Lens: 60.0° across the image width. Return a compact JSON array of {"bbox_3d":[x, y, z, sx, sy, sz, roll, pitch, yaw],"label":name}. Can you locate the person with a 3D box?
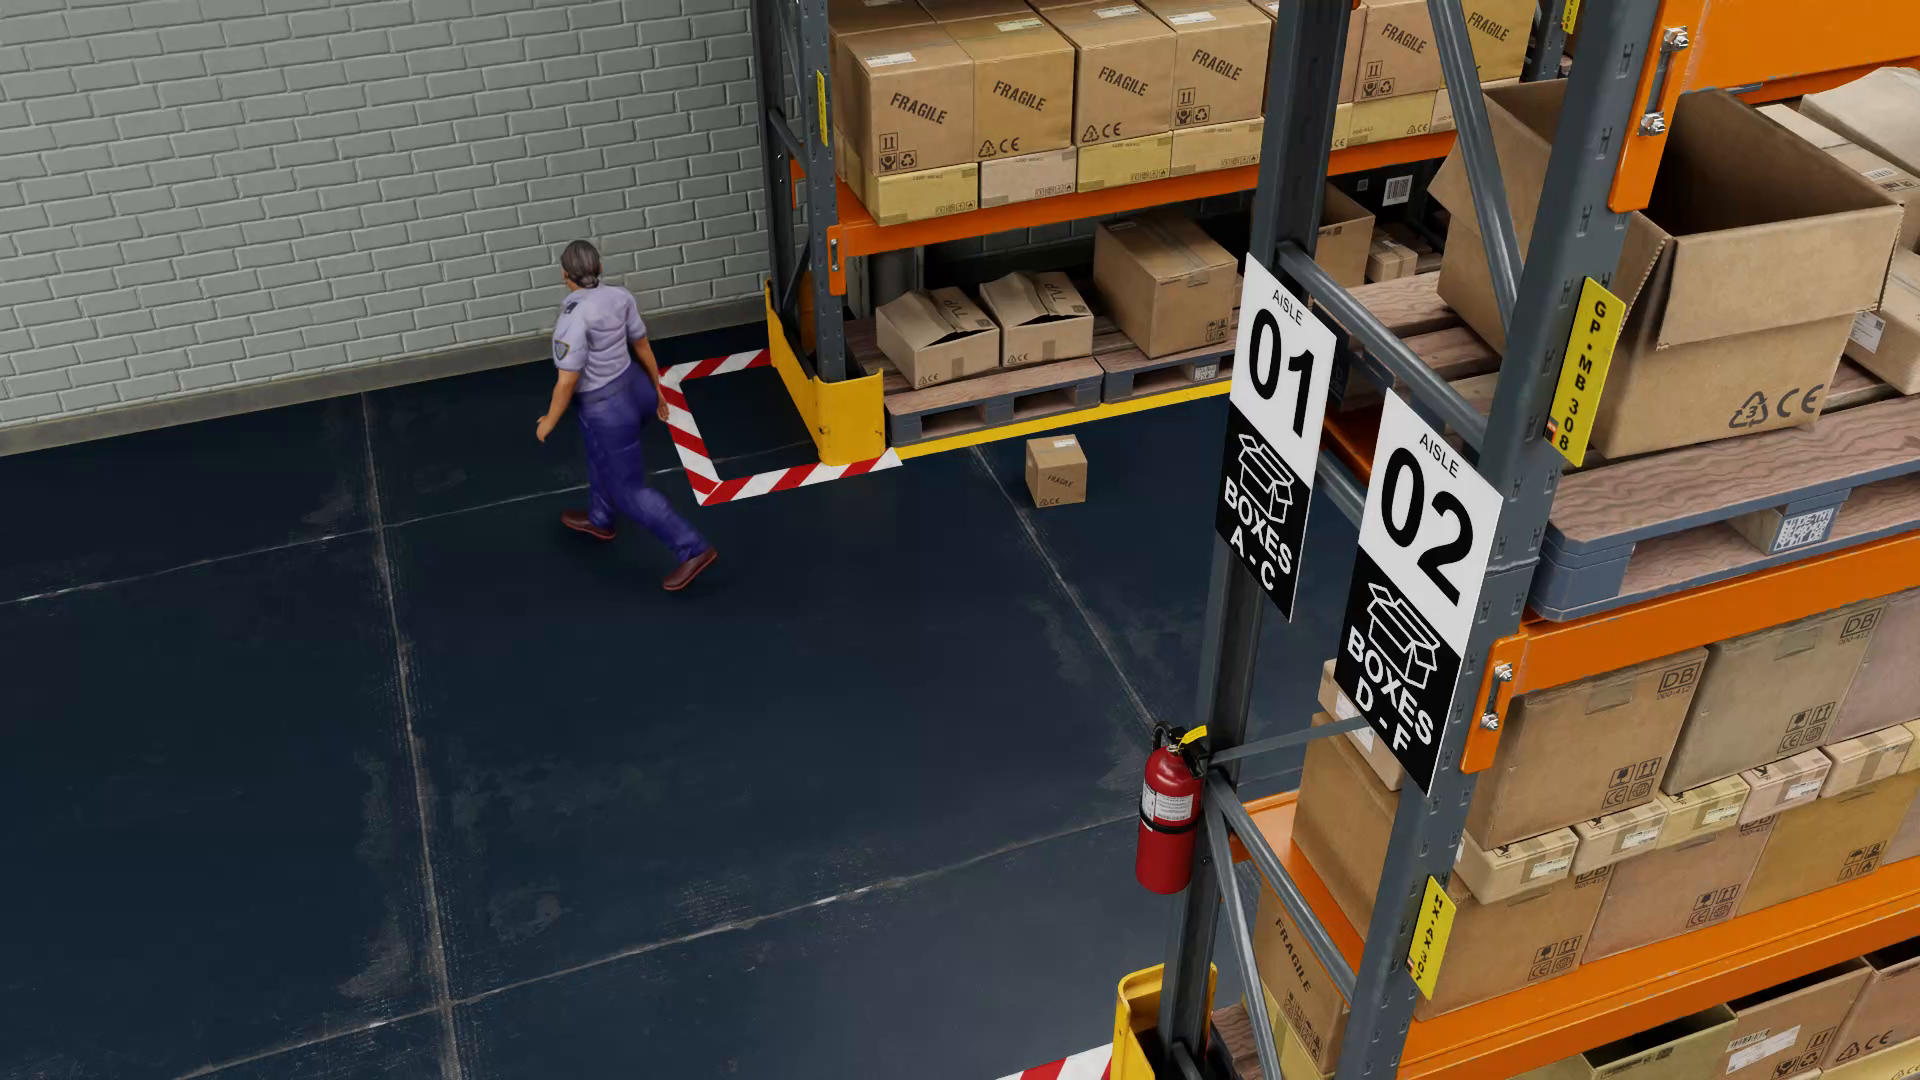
[{"bbox_3d":[-1.526,-0.574,7.546,0.961,1.601,0.567,14,40,18],"label":"person"}]
